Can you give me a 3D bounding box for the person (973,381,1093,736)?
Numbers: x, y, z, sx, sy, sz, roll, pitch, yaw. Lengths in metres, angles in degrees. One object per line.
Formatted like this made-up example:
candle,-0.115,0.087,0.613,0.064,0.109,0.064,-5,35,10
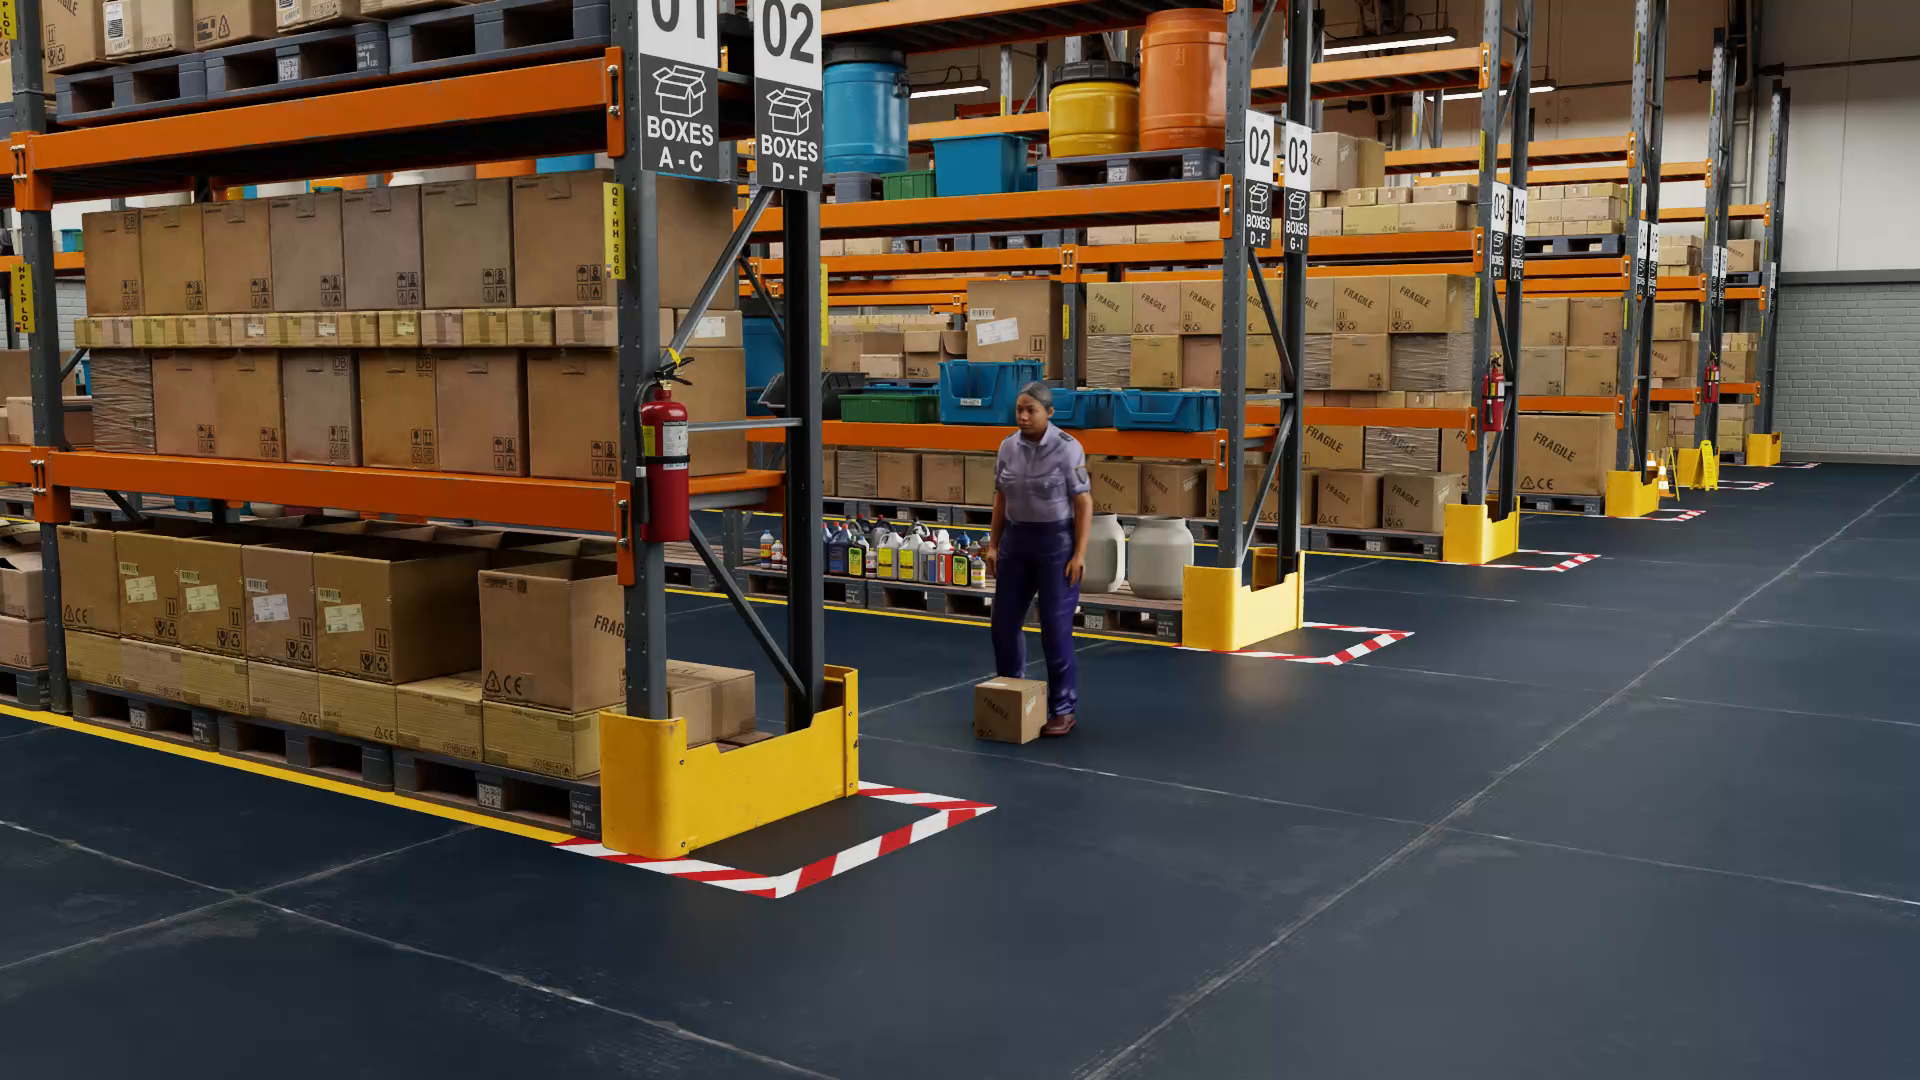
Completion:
person,0.365,0.075,7.879,0.547,1.651,0.367,4,8,33
